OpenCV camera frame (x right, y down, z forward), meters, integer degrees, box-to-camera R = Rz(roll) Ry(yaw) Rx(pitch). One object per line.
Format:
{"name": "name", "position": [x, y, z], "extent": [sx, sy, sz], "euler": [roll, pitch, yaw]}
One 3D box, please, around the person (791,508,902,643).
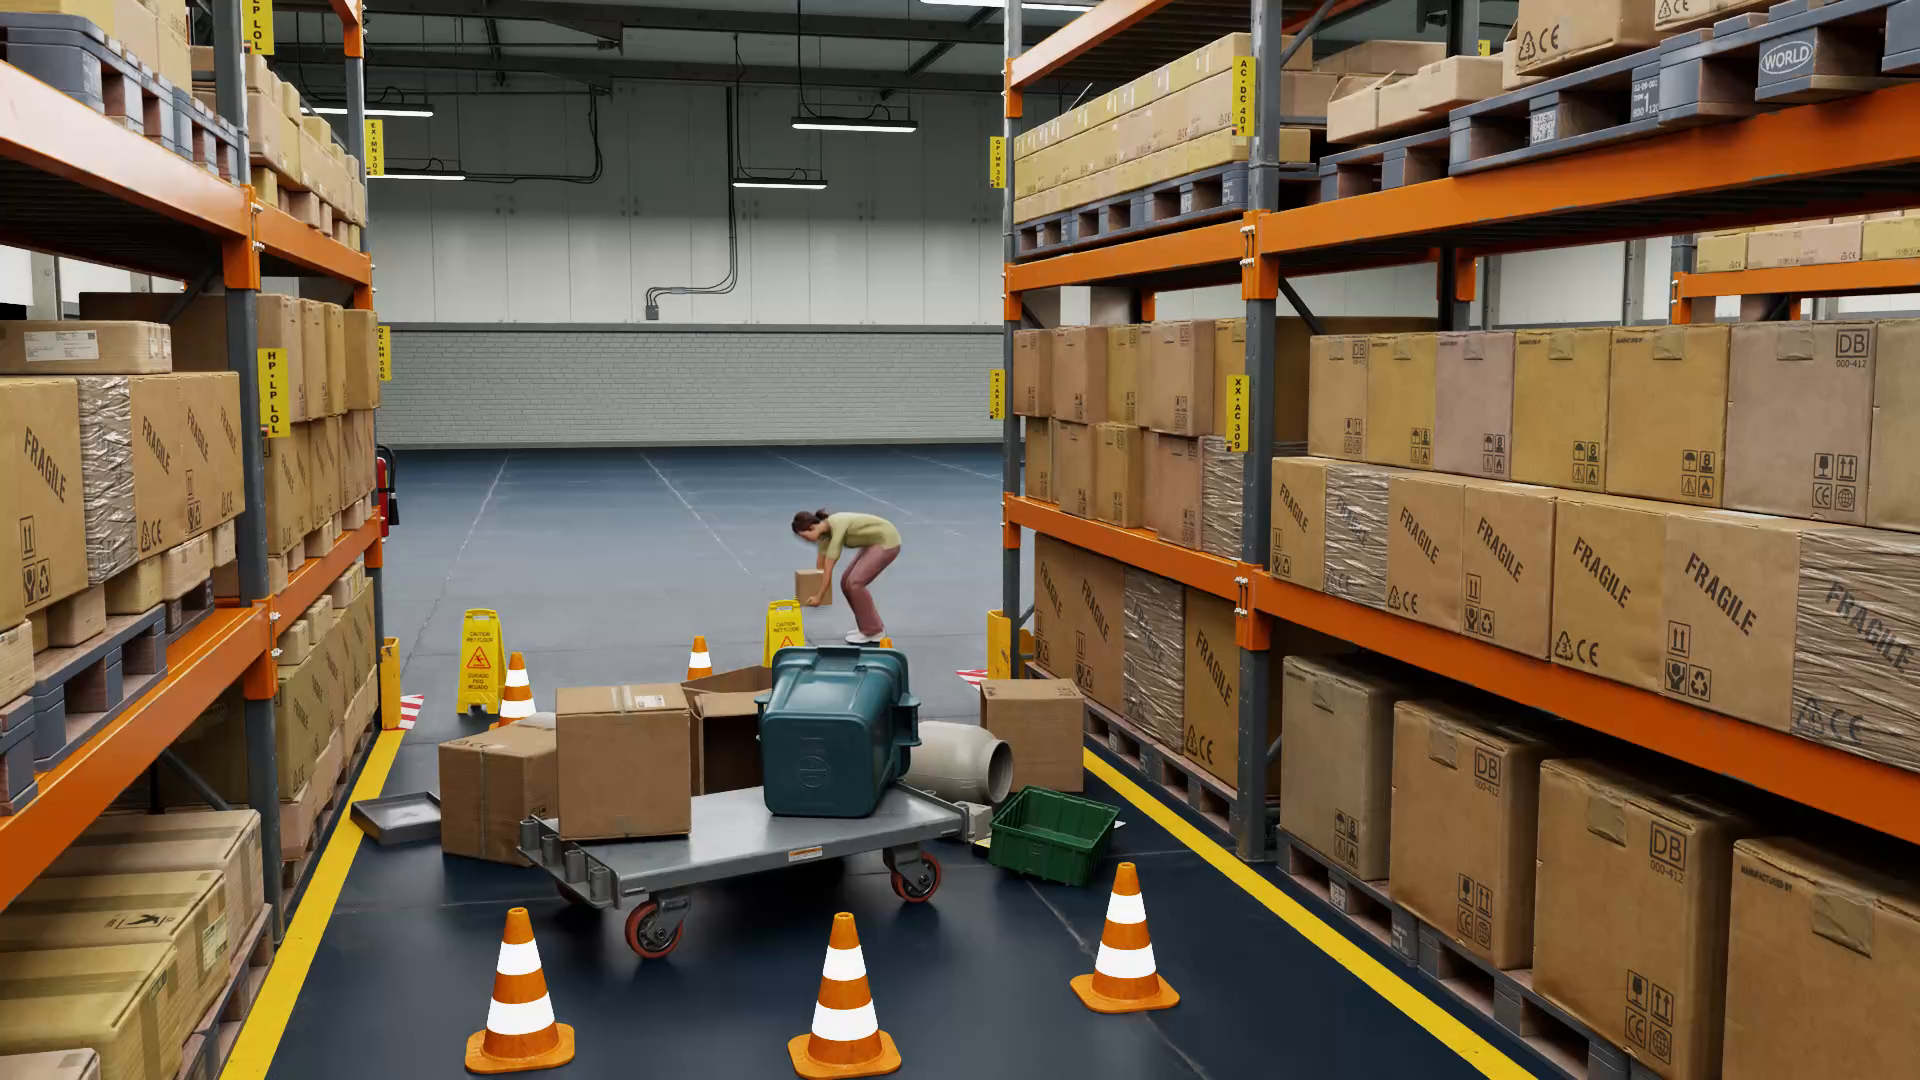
{"name": "person", "position": [-0.887, 0.267, 13.003], "extent": [0.865, 1.069, 0.449], "euler": [-2, 6, -16]}
